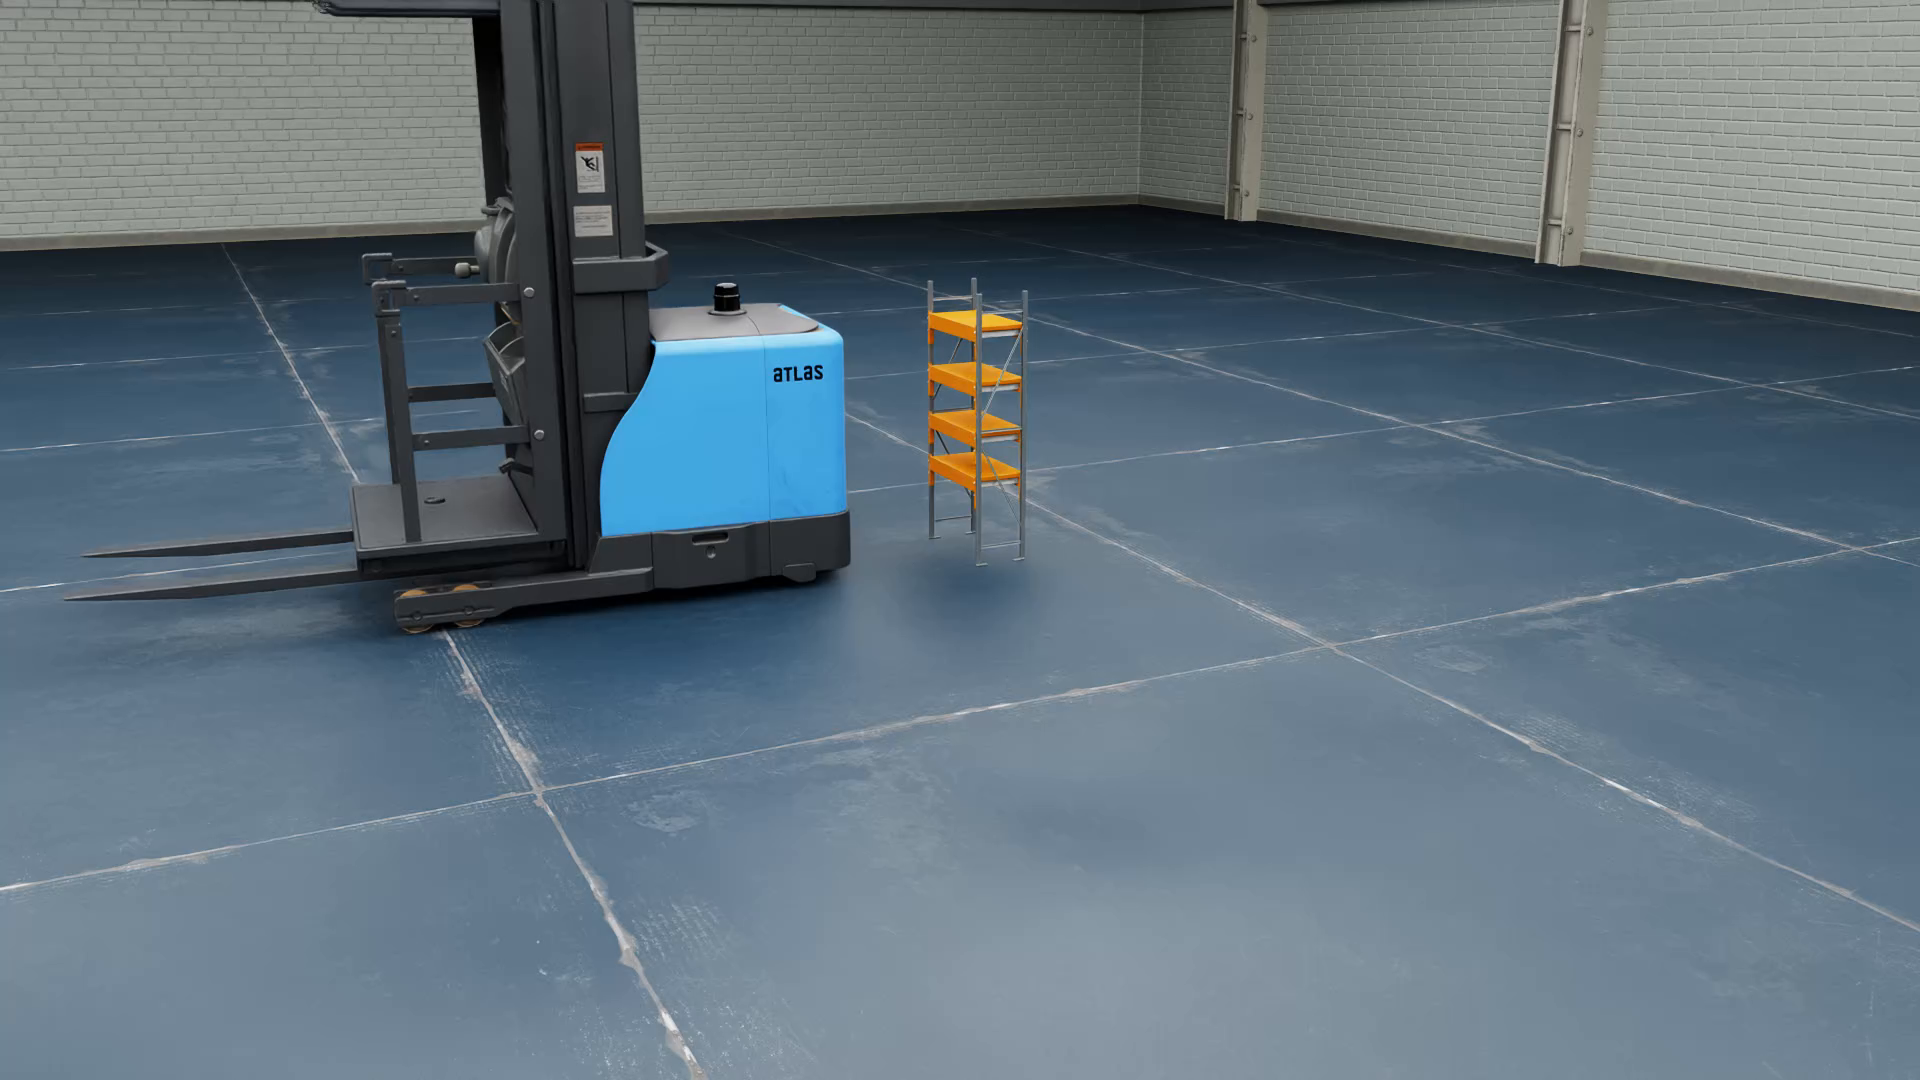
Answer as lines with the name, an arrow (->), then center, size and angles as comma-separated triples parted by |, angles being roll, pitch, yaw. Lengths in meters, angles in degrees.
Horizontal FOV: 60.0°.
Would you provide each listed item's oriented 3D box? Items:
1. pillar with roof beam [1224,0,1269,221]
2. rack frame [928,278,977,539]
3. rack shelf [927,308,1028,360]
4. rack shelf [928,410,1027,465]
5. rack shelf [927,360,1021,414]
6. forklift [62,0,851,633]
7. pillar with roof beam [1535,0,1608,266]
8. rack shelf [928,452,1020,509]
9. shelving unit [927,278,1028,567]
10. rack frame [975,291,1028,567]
pillar with roof beam -> 0.120, -8.351, 20.536 | 9.100, 9.000, 0.400 | -8, 18, -25
rack frame -> -0.034, -0.596, 7.653 | 0.240, 1.200, 0.015 | -8, 18, -25
rack shelf -> 0.073, -0.913, 7.334 | 0.258, 0.148, 0.480 | -8, 18, -25
rack shelf -> 0.073, -0.471, 7.461 | 0.258, 0.148, 0.480 | -8, 18, -25
rack shelf -> 0.073, -0.686, 7.399 | 0.258, 0.148, 0.480 | -8, 18, -25
forklift -> -2.041, -1.210, 6.654 | 3.031, 2.935, 1.130 | -6, 17, -20
pillar with roof beam -> 2.748, -6.863, 15.351 | 9.100, 9.000, 0.400 | -8, 18, -25
rack shelf -> 0.073, -0.280, 7.515 | 0.258, 0.148, 0.480 | -8, 18, -25
shelving unit -> 0.073, -0.536, 7.442 | 0.258, 1.200, 0.503 | -8, 18, -25
rack frame -> 0.179, -0.475, 7.231 | 0.240, 1.200, 0.015 | -8, 18, -25
